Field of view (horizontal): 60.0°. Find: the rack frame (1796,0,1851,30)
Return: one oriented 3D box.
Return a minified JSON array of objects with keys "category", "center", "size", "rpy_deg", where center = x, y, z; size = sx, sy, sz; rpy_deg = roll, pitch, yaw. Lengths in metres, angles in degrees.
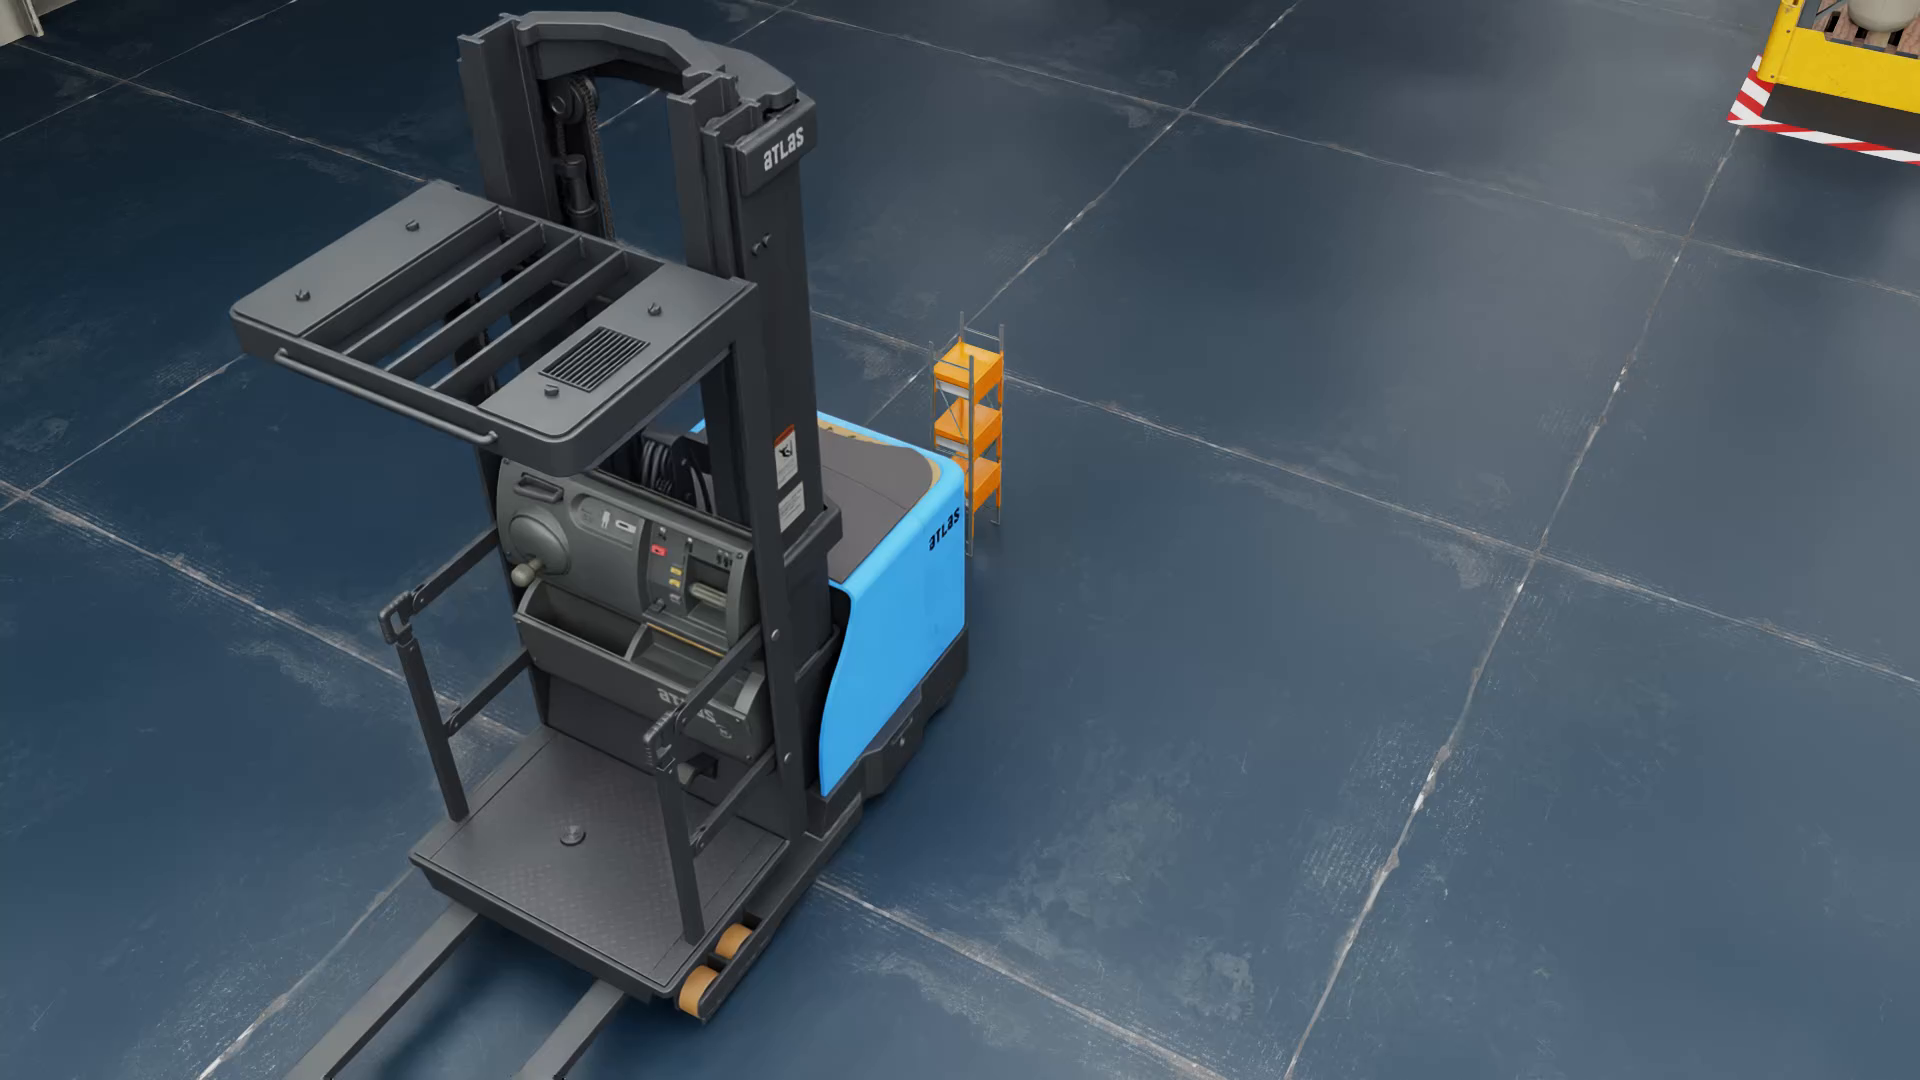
[{"category":"rack frame","center":[5.651,-3.905,9.415],"size":[1.000,3.000,0.127],"rpy_deg":[21,45,22]}]

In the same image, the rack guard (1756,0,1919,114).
[{"category":"rack guard","center":[5.648,-3.026,10.308],"size":[1.175,0.500,0.348],"rpy_deg":[21,45,22]}]

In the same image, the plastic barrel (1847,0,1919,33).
[{"category":"plastic barrel","center":[5.914,-3.531,10.555],"size":[0.421,0.512,0.421],"rpy_deg":[0,41,0]}]

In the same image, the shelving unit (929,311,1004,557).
[{"category":"shelving unit","center":[0.027,-0.425,6.938],"size":[0.215,1.050,0.252],"rpy_deg":[21,45,22]}]

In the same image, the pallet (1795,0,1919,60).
[{"category":"pallet","center":[6.059,-3.381,10.929],"size":[1.003,0.211,1.213],"rpy_deg":[21,45,22]}]

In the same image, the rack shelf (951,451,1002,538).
[{"category":"rack shelf","center":[0.027,-0.208,7.128],"size":[0.215,0.259,0.240],"rpy_deg":[21,45,22]}]

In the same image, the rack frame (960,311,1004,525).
[{"category":"rack frame","center":[0.088,-0.494,7.017],"size":[0.200,1.050,0.008],"rpy_deg":[21,45,22]}]

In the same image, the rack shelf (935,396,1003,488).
[{"category":"rack shelf","center":[0.027,-0.417,6.945],"size":[0.215,0.259,0.240],"rpy_deg":[21,45,22]}]

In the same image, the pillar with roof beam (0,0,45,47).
[{"category":"pillar with roof beam","center":[-2.601,-5.263,6.417],"size":[9.100,9.000,0.400],"rpy_deg":[21,45,22]}]

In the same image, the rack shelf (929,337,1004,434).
[{"category":"rack shelf","center":[0.027,-0.630,6.757],"size":[0.215,0.259,0.240],"rpy_deg":[21,45,22]}]

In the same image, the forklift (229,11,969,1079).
[{"category":"forklift","center":[-1.136,0.117,4.899],"size":[1.130,2.935,3.031],"rpy_deg":[21,45,22]}]

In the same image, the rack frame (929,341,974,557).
[{"category":"rack frame","center":[-0.034,-0.355,6.859],"size":[0.200,1.050,0.008],"rpy_deg":[21,45,22]}]
